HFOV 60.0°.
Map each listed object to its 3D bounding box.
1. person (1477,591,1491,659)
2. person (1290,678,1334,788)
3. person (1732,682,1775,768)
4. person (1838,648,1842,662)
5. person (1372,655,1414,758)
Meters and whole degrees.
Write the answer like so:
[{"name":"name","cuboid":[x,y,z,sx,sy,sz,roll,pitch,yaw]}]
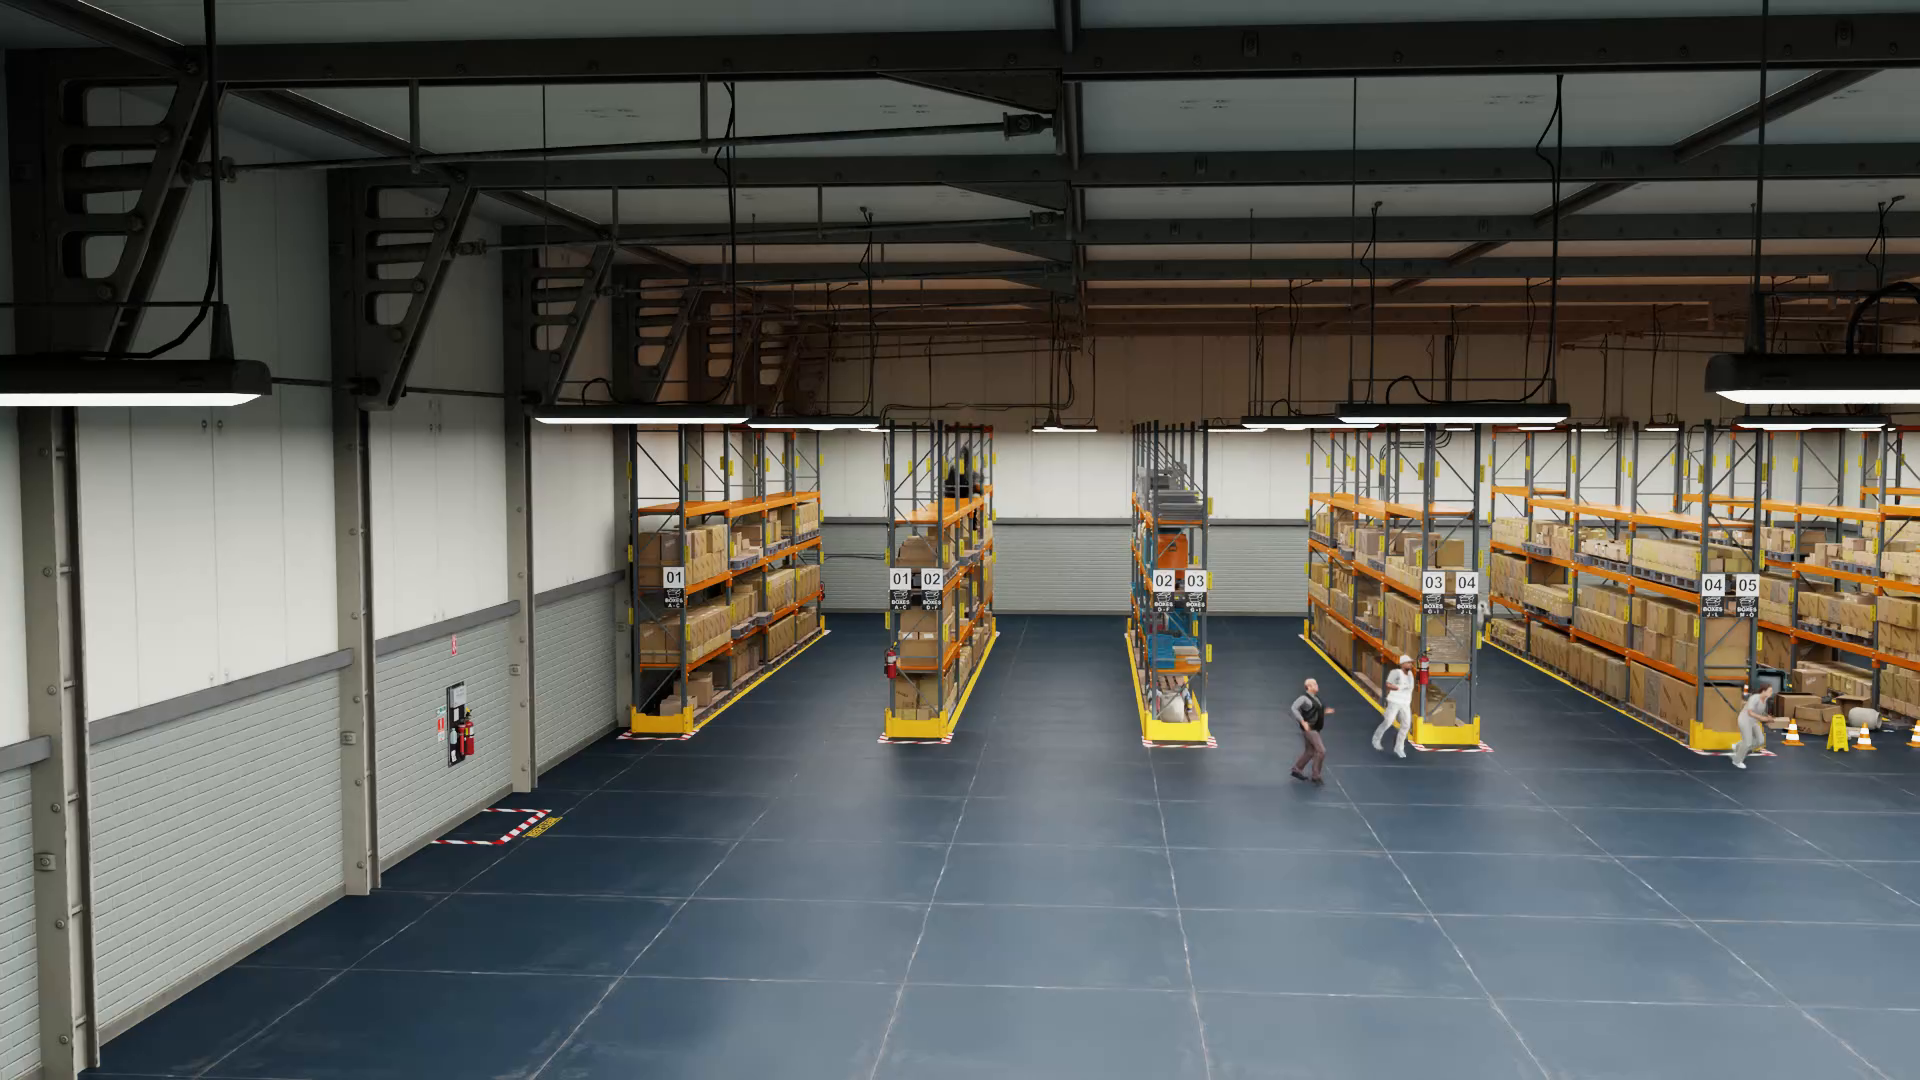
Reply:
[{"name":"person","cuboid":[13.374,2.172,42.910,0.584,1.754,0.760,0,4,7]},{"name":"person","cuboid":[5.740,3.148,27.167,0.726,1.779,0.641,2,4,30]},{"name":"person","cuboid":[13.633,3.171,28.507,0.581,1.520,0.773,-2,4,-34]},{"name":"person","cuboid":[21.556,2.311,41.023,0.561,1.701,0.740,0,4,5]},{"name":"person","cuboid":[7.897,2.950,29.851,0.685,1.787,0.837,-2,4,-25]}]
